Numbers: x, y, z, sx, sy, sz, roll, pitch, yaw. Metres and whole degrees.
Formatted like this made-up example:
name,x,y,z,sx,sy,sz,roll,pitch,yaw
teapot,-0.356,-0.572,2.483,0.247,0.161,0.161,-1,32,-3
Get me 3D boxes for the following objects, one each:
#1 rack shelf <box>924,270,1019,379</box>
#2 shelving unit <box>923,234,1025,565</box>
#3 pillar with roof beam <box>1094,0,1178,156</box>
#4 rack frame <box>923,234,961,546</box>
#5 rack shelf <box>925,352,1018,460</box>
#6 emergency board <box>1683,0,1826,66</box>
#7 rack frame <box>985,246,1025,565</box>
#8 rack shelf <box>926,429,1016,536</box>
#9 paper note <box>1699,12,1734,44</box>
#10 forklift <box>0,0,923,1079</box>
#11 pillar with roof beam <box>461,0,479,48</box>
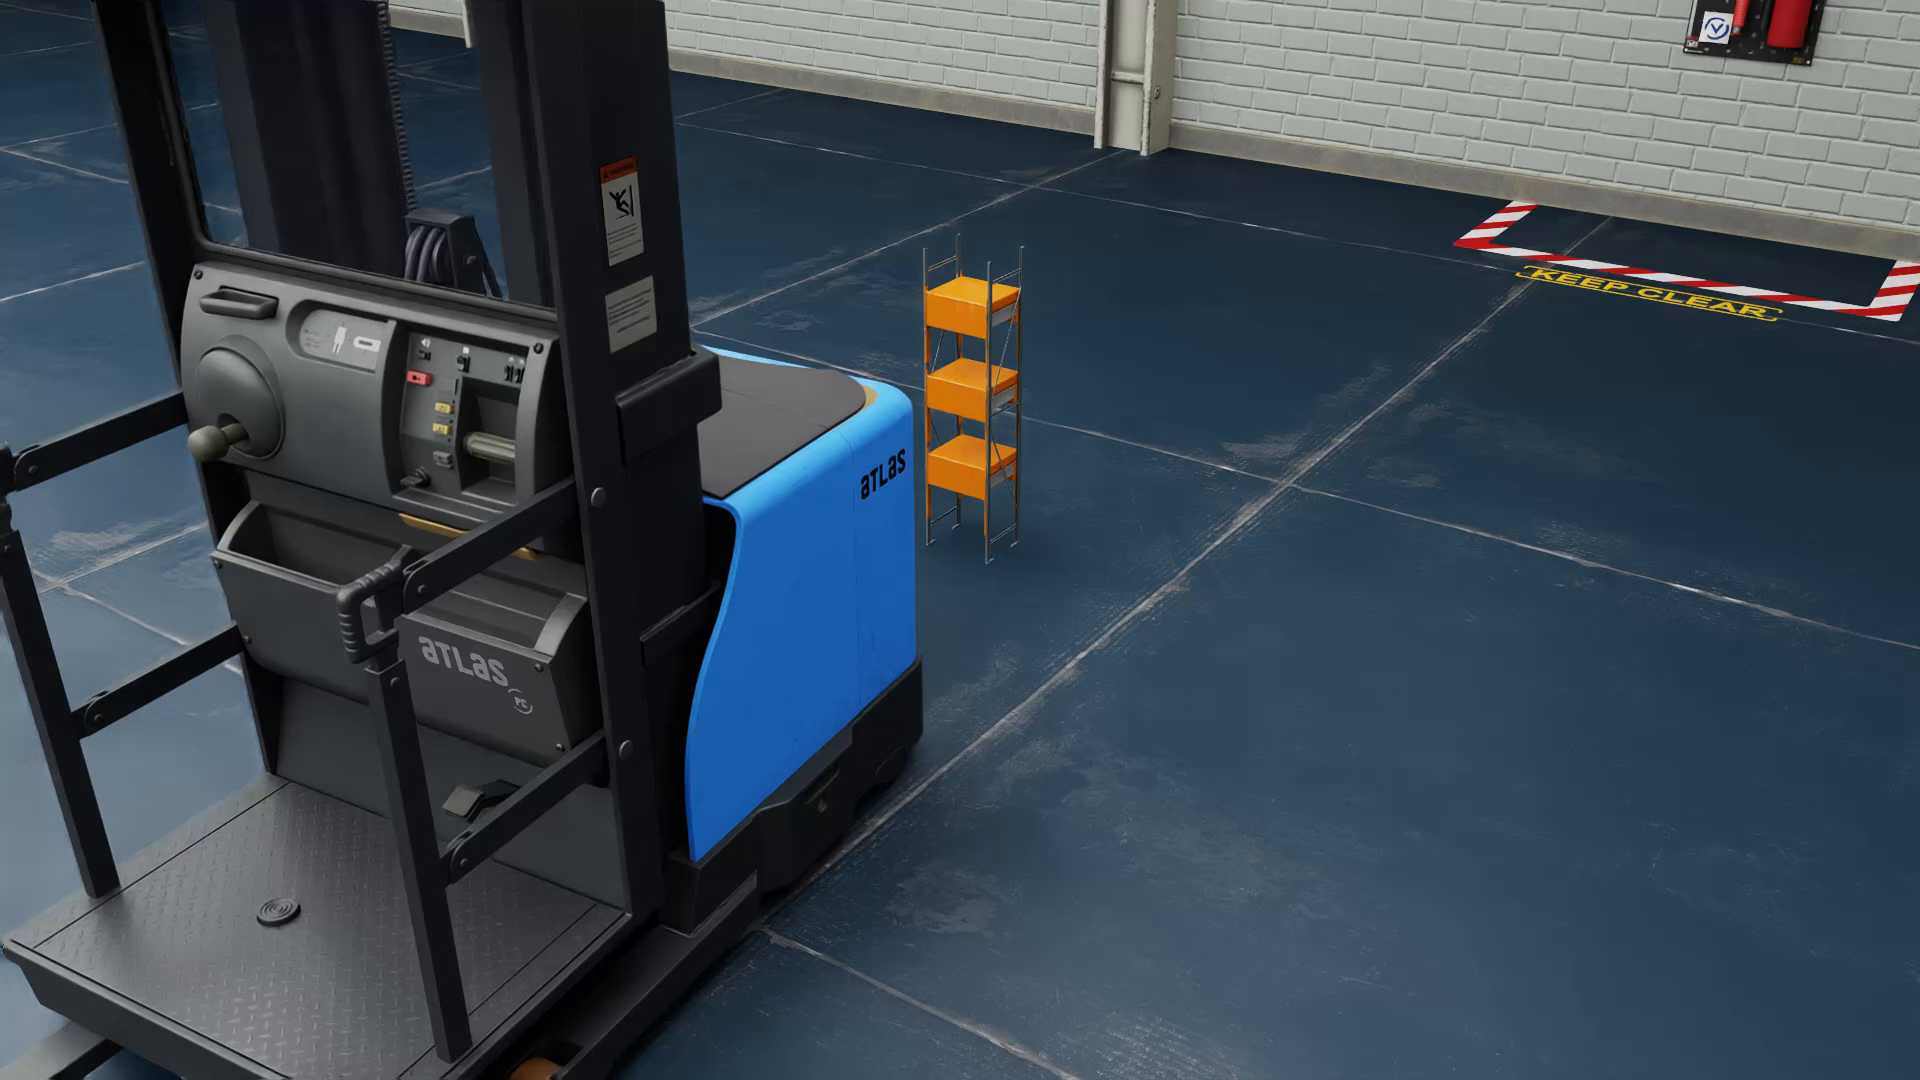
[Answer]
name,x,y,z,sx,sy,sz,roll,pitch,yaw
rack shelf,0.044,-0.698,5.361,0.240,0.259,0.215,17,32,30
shelving unit,0.044,-0.454,5.485,0.252,1.050,0.215,17,32,30
pillar with roof beam,-1.326,-4.942,5.540,0.400,9.000,9.100,17,32,30
rack frame,-0.056,-0.485,5.546,0.008,1.050,0.200,17,32,30
rack shelf,0.044,-0.445,5.490,0.240,0.259,0.215,17,32,30
emergency board,4.041,-2.986,8.310,0.643,1.169,0.194,17,32,30
rack frame,0.145,-0.423,5.423,0.008,1.050,0.200,17,32,30
rack shelf,0.044,-0.197,5.616,0.240,0.259,0.215,17,32,30
paper note,3.934,-2.665,8.650,0.142,0.148,0.016,17,32,30
forklift,-1.247,-0.247,3.004,1.130,2.935,3.031,14,30,25
pillar with roof beam,-6.272,-6.483,8.567,0.400,9.000,9.100,17,32,30
